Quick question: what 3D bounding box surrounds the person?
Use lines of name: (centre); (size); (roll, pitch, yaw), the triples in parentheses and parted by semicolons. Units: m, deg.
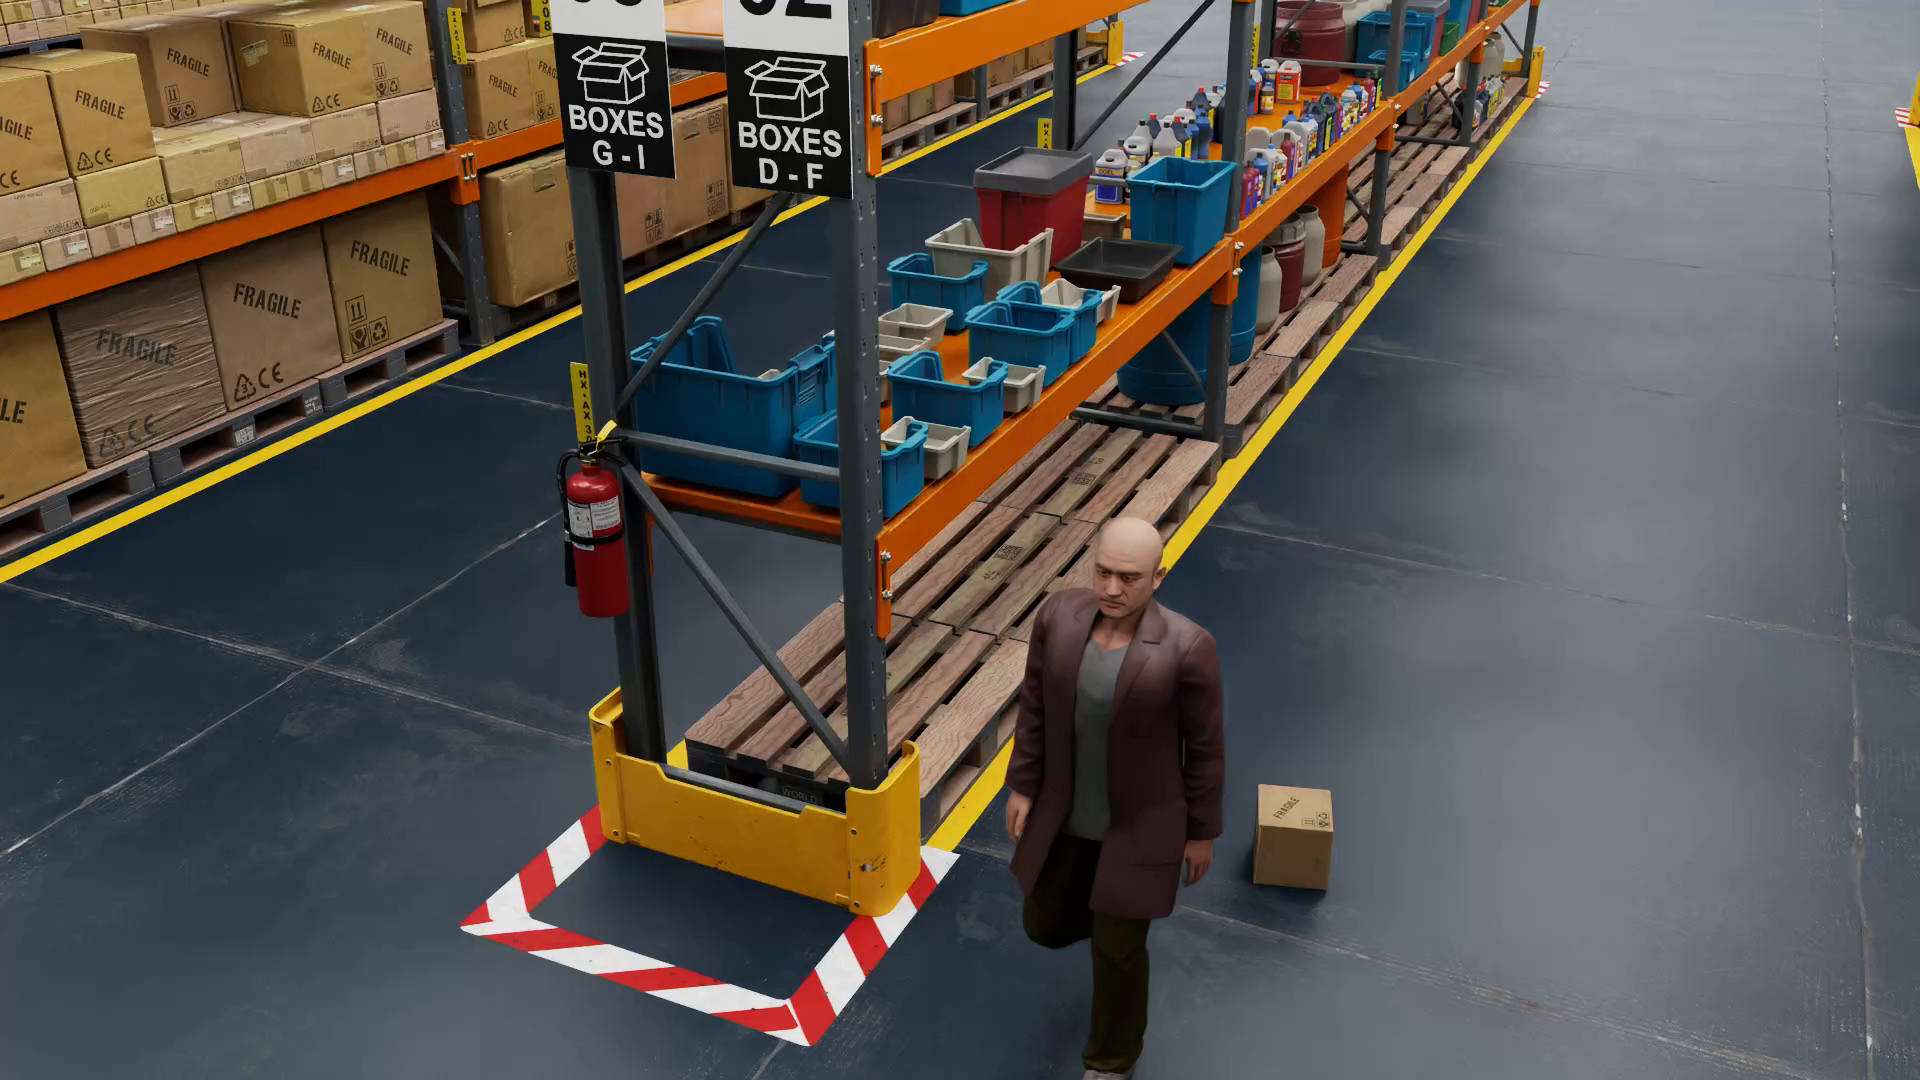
person: (0.439, 0.729, 4.635); (0.621, 1.762, 0.715); (14, 29, 27)
